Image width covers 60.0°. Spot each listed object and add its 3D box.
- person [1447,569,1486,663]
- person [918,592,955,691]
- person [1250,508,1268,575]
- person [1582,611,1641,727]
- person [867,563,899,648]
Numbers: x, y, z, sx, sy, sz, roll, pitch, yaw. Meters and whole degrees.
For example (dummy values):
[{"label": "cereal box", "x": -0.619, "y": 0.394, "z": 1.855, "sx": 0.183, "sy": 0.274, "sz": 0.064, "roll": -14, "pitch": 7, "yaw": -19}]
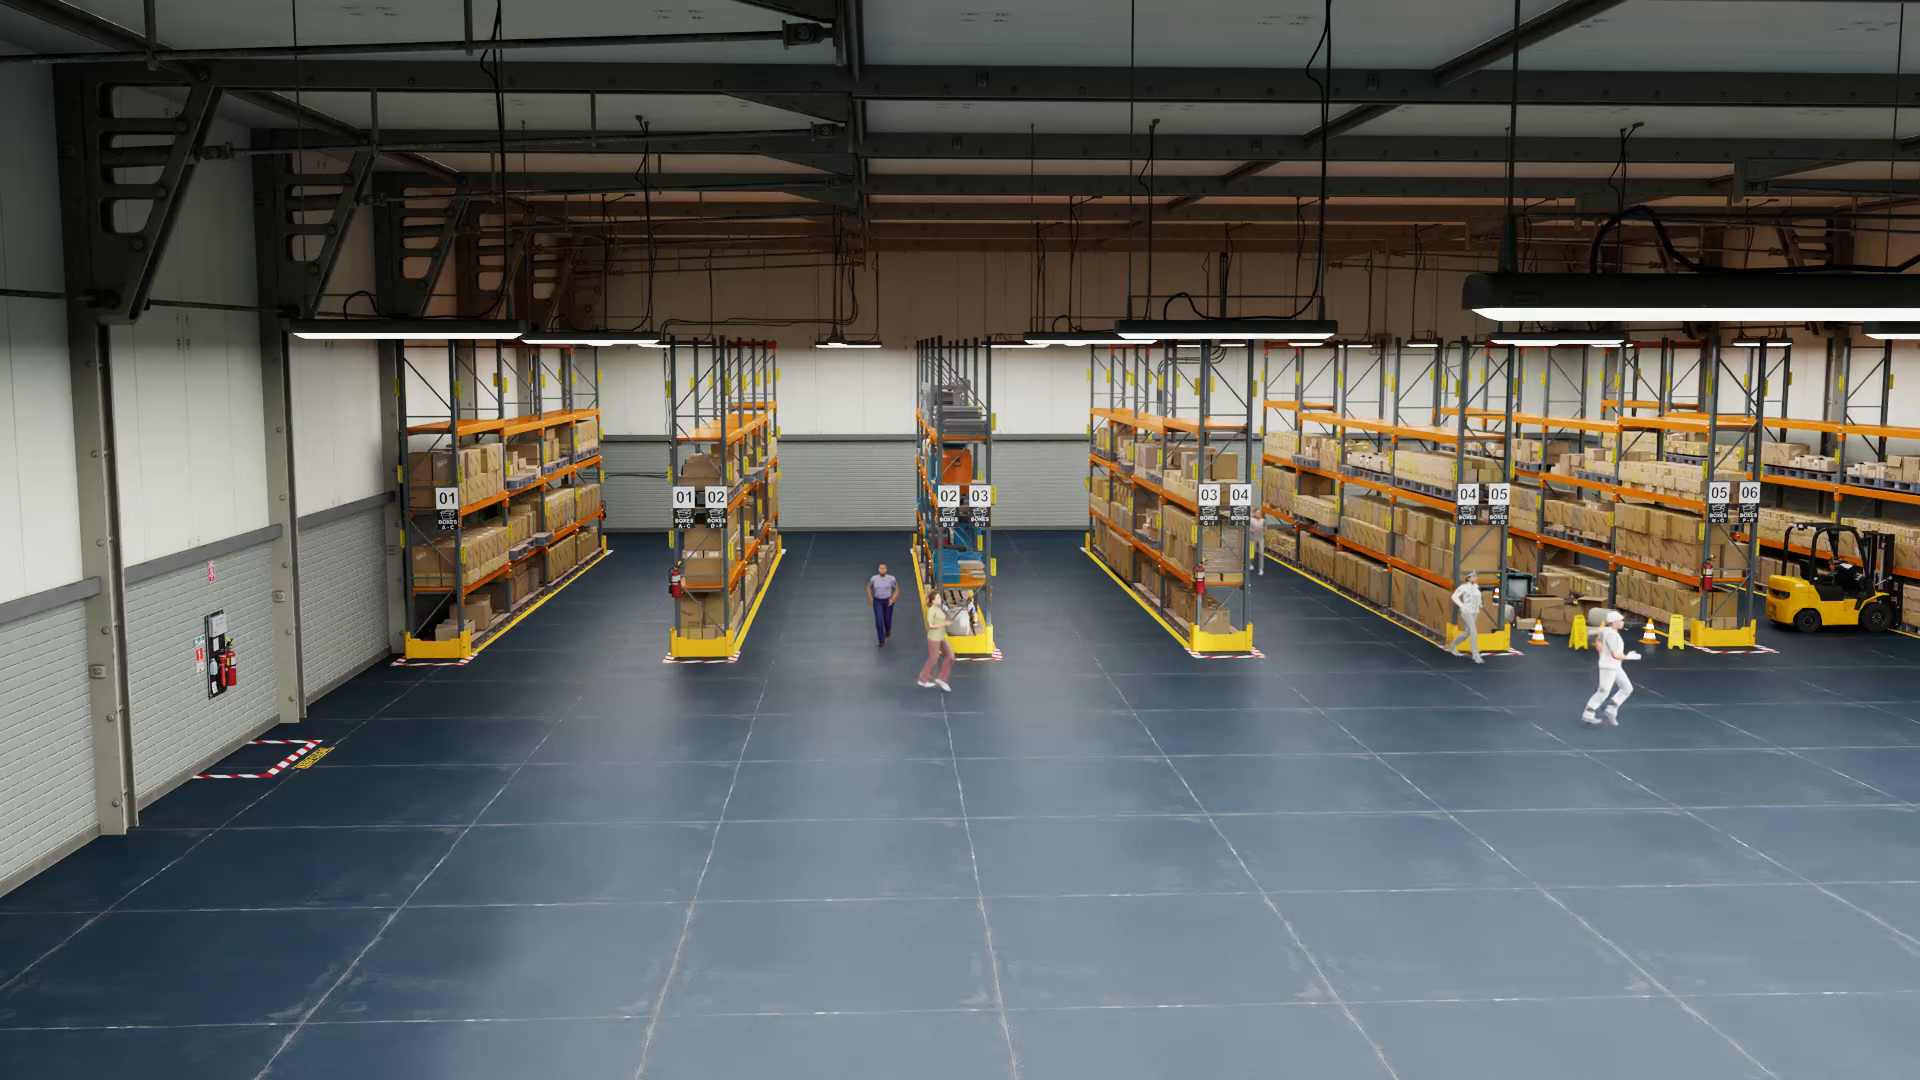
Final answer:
[{"label": "person", "x": 9.455, "y": 1.390, "z": 30.860, "sx": 0.645, "sy": 1.736, "sz": 0.825, "roll": -5, "pitch": 8, "yaw": -38}, {"label": "person", "x": -0.401, "y": 1.712, "z": 28.075, "sx": 0.670, "sy": 1.704, "sz": 0.558, "roll": 3, "pitch": 7, "yaw": 24}, {"label": "person", "x": 7.649, "y": 0.013, "z": 42.760, "sx": 0.559, "sy": 1.665, "sz": 0.959, "roll": 0, "pitch": 6, "yaw": -1}, {"label": "person", "x": 9.926, "y": 1.970, "z": 25.294, "sx": 0.804, "sy": 1.797, "sz": 0.643, "roll": 3, "pitch": 7, "yaw": 28}, {"label": "person", "x": -1.508, "y": 1.250, "z": 32.517, "sx": 0.630, "sy": 1.633, "sz": 0.749, "roll": 0, "pitch": 6, "yaw": -1}]
